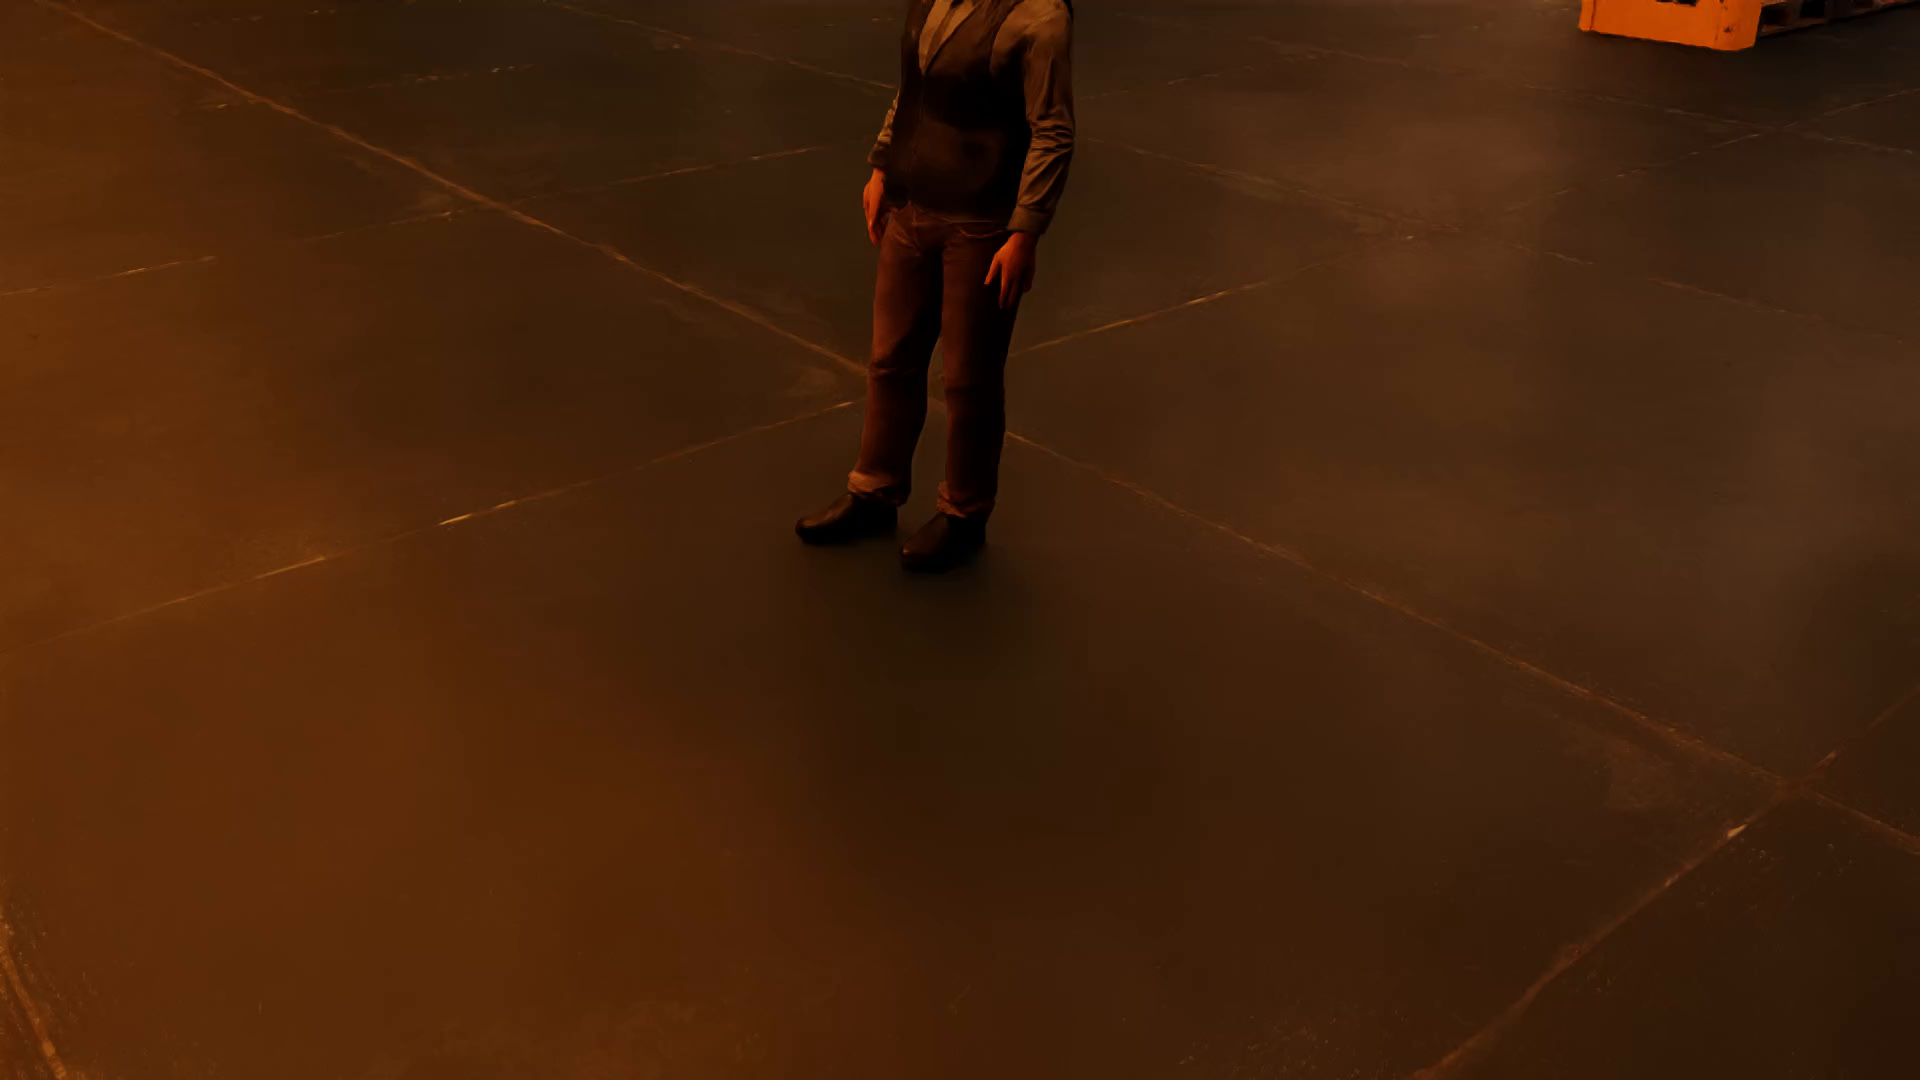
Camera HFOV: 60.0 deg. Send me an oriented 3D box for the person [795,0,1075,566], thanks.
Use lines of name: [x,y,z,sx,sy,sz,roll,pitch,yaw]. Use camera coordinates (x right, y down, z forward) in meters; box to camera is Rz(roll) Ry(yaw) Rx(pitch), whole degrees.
person: [-0.053,-0.763,4.085,0.567,1.720,0.632,-20,33,-35]
